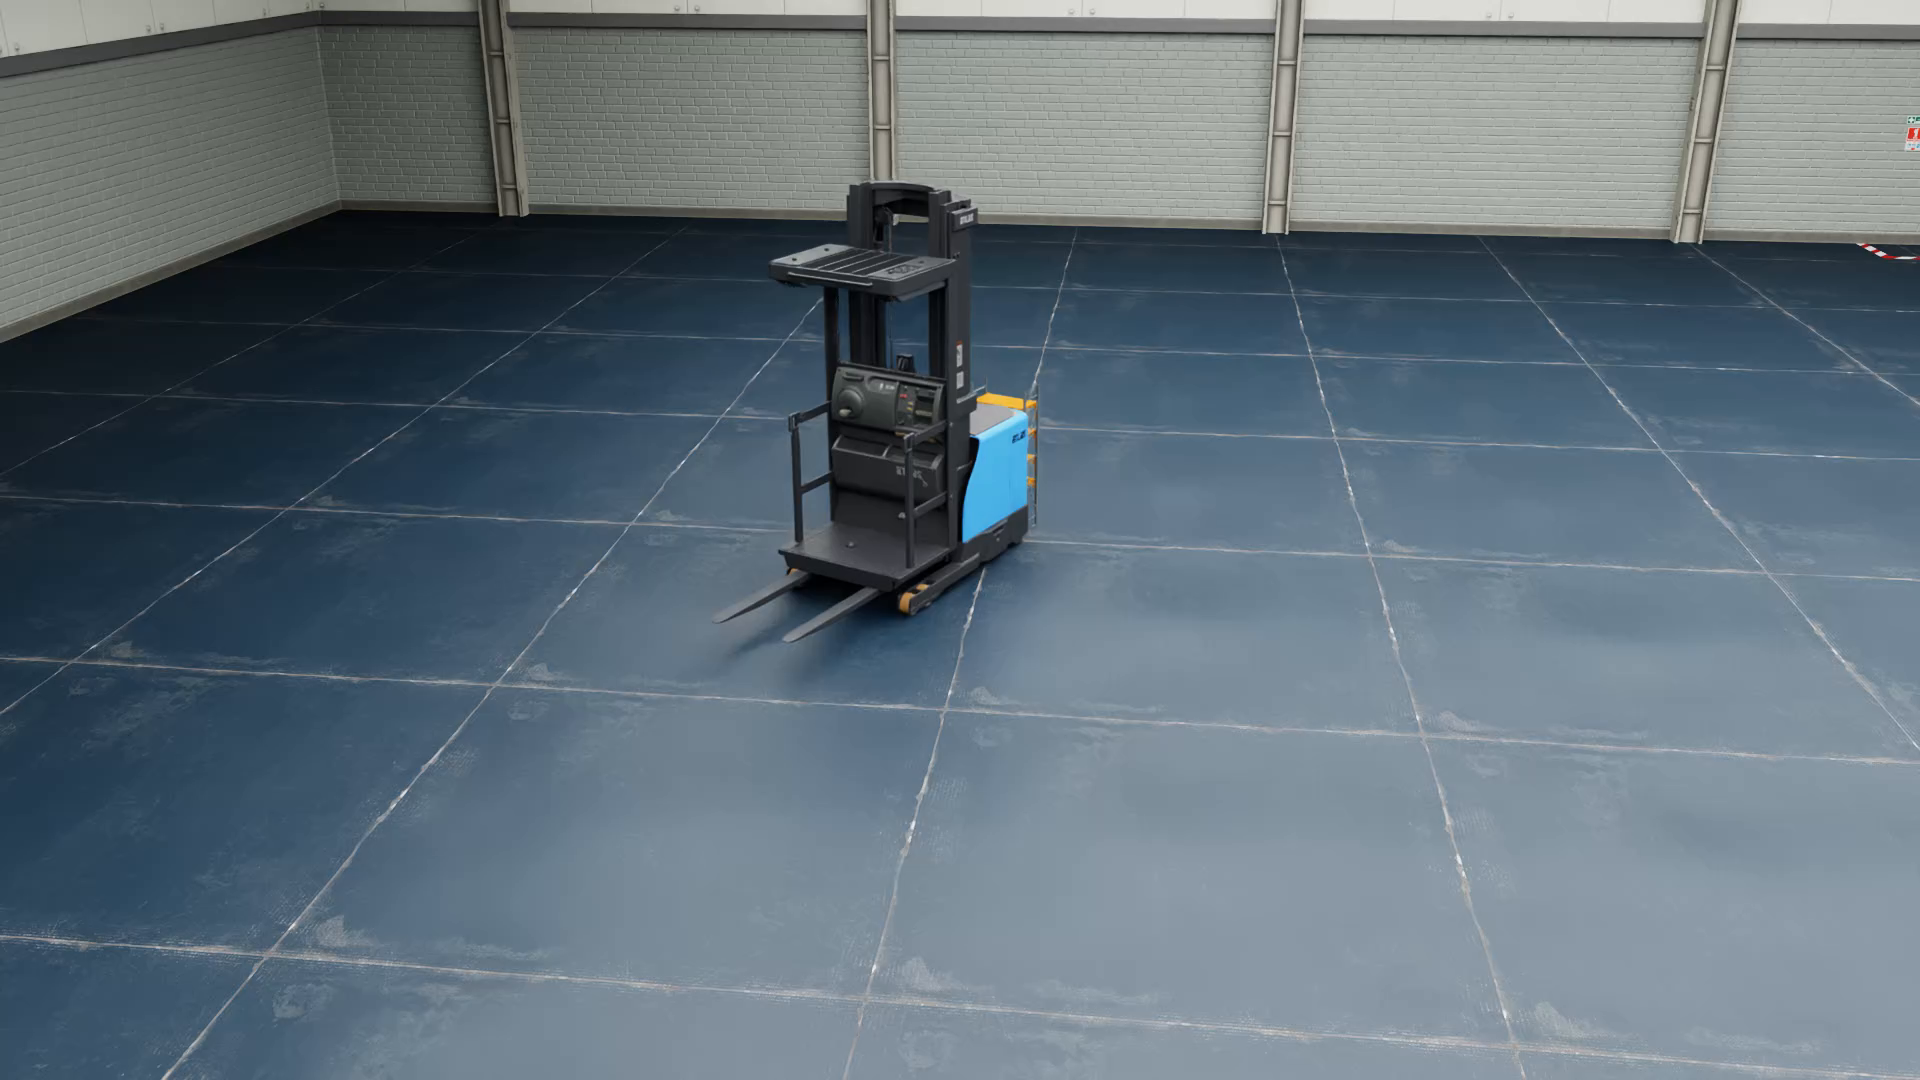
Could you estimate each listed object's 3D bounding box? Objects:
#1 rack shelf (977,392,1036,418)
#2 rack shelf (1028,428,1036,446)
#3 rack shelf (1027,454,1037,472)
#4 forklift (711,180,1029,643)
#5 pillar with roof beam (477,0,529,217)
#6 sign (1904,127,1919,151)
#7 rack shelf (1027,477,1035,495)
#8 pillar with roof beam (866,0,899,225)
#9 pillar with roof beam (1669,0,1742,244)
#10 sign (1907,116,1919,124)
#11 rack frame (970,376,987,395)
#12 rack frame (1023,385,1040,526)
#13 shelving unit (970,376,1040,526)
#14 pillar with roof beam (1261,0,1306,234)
[{"bbox_3d":[0.360,-1.062,13.424,0.480,0.148,0.258,13,25,29],"label":"rack shelf"},{"bbox_3d":[0.360,-0.842,13.511,0.480,0.148,0.258,13,25,29],"label":"rack shelf"},{"bbox_3d":[0.360,-0.634,13.593,0.480,0.148,0.258,13,25,29],"label":"rack shelf"},{"bbox_3d":[-0.644,-1.010,12.008,1.130,2.935,3.031,13,25,29],"label":"forklift"},{"bbox_3d":[-7.636,-7.819,20.976,0.400,9.000,9.100,2,22,6],"label":"pillar with roof beam"},{"bbox_3d":[13.717,-5.761,23.883,0.234,0.329,0.001,2,22,6],"label":"sign"},{"bbox_3d":[0.360,-0.449,13.666,0.480,0.148,0.258,13,25,29],"label":"rack shelf"},{"bbox_3d":[-1.678,-7.559,20.320,0.400,9.000,9.100,2,22,6],"label":"pillar with roof beam"},{"bbox_3d":[10.239,-7.040,19.007,0.400,9.000,9.100,2,22,6],"label":"pillar with roof beam"},{"bbox_3d":[13.721,-6.004,23.777,0.331,0.109,0.001,2,22,6],"label":"sign"},{"bbox_3d":[0.152,-0.743,13.686,0.015,1.200,0.240,13,25,29],"label":"rack frame"},{"bbox_3d":[0.569,-0.650,13.451,0.015,1.200,0.240,13,25,29],"label":"rack frame"},{"bbox_3d":[0.360,-0.696,13.568,0.503,1.200,0.258,13,25,29],"label":"shelving unit"},{"bbox_3d":[4.281,-7.299,19.663,0.400,9.000,9.100,2,22,6],"label":"pillar with roof beam"}]
